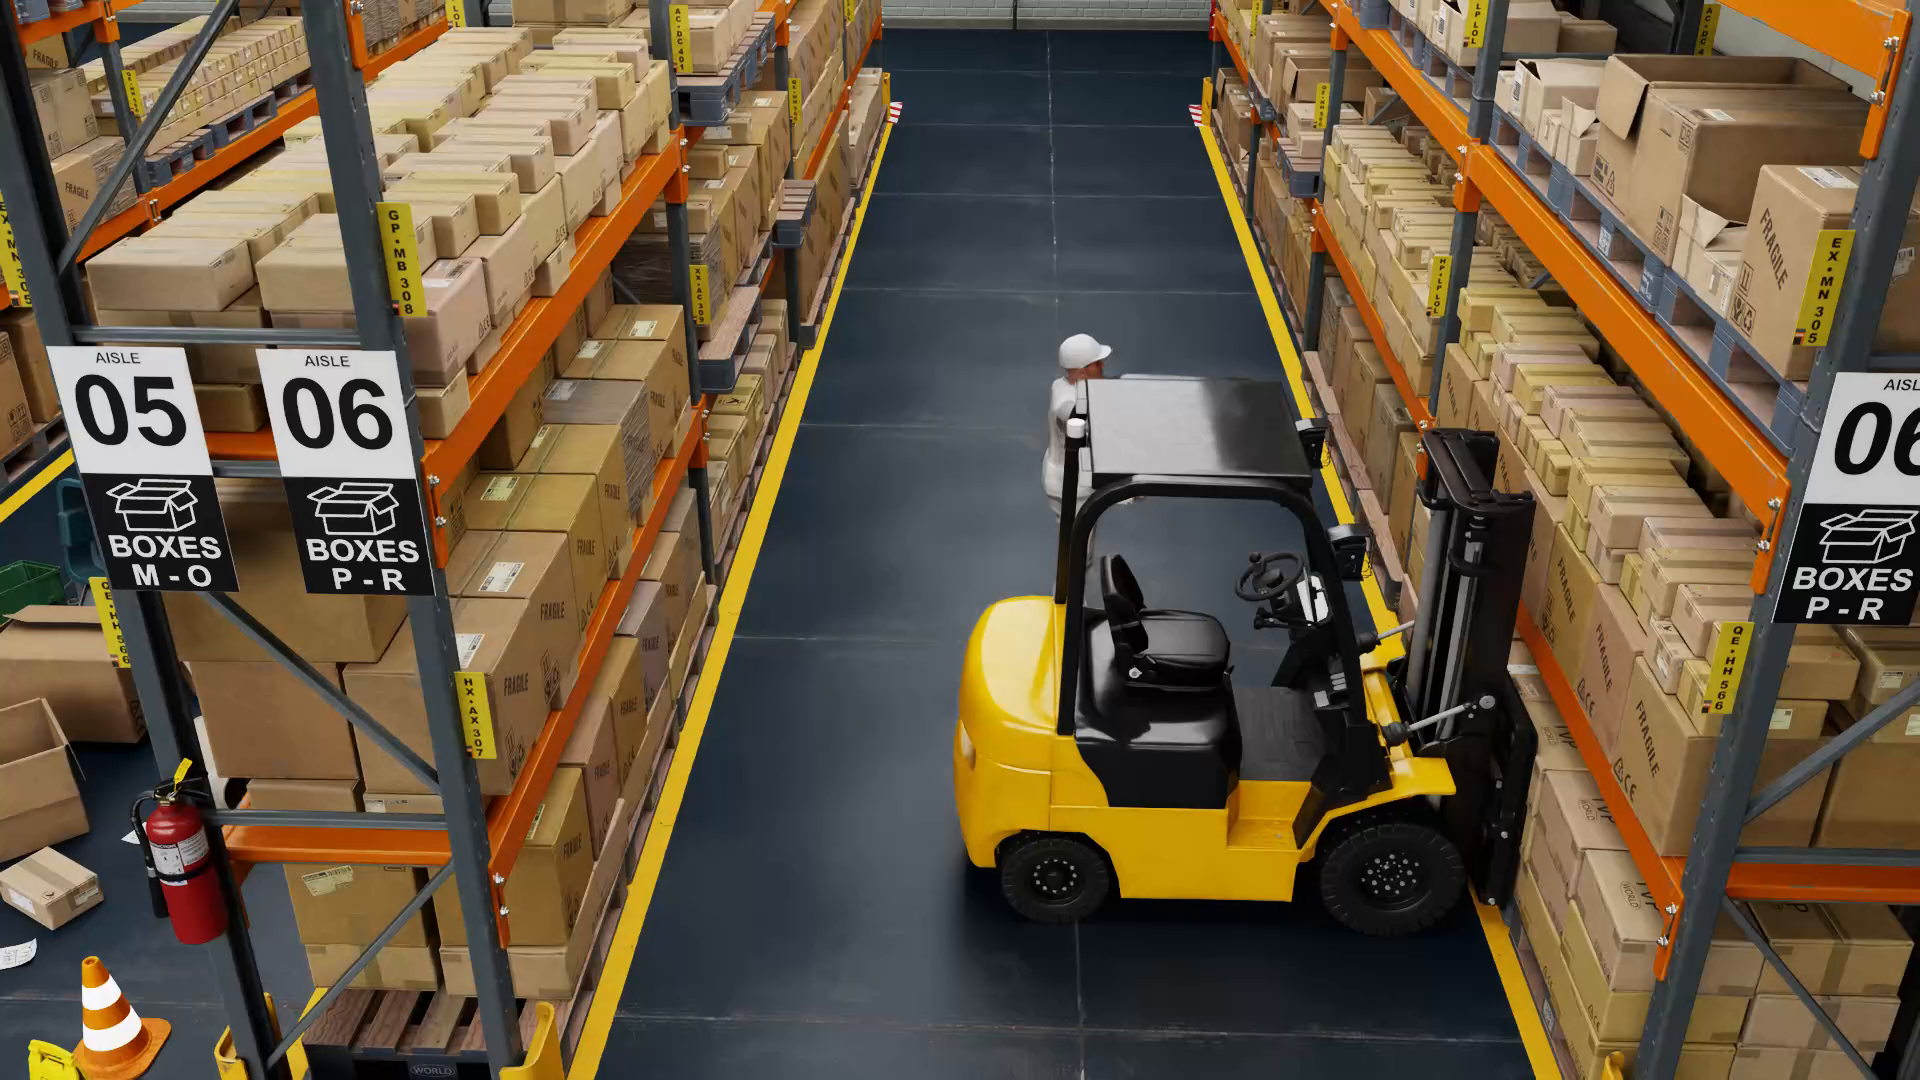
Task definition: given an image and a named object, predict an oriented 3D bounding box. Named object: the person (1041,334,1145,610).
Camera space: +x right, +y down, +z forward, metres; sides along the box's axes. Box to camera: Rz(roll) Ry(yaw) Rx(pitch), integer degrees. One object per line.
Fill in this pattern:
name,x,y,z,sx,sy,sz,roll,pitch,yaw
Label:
person,0.725,-0.285,9.138,0.556,1.786,0.495,1,28,1
